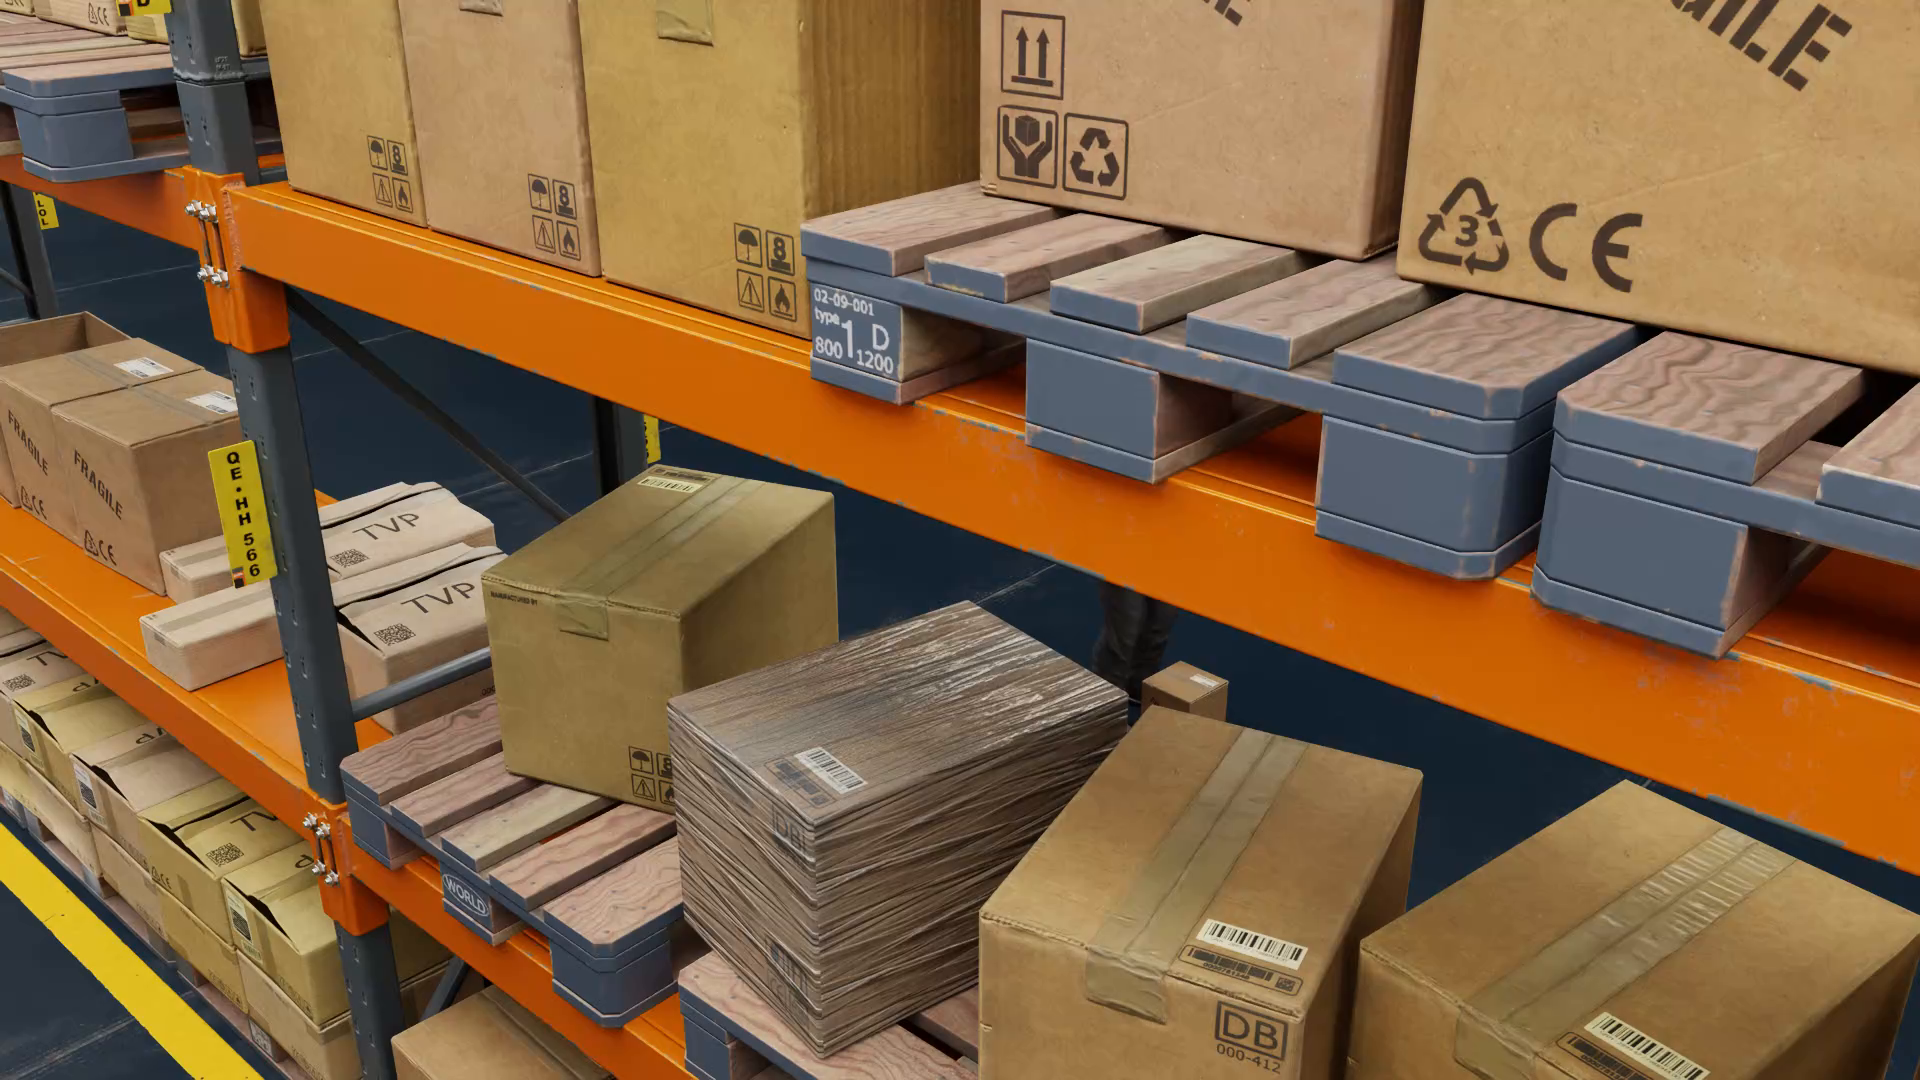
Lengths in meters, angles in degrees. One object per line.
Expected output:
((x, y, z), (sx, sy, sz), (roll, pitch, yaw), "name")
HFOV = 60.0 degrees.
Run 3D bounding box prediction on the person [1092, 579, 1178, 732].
((0.730, -0.016, 6.644), (0.347, 1.655, 0.505), (20, 31, 38), "person")
